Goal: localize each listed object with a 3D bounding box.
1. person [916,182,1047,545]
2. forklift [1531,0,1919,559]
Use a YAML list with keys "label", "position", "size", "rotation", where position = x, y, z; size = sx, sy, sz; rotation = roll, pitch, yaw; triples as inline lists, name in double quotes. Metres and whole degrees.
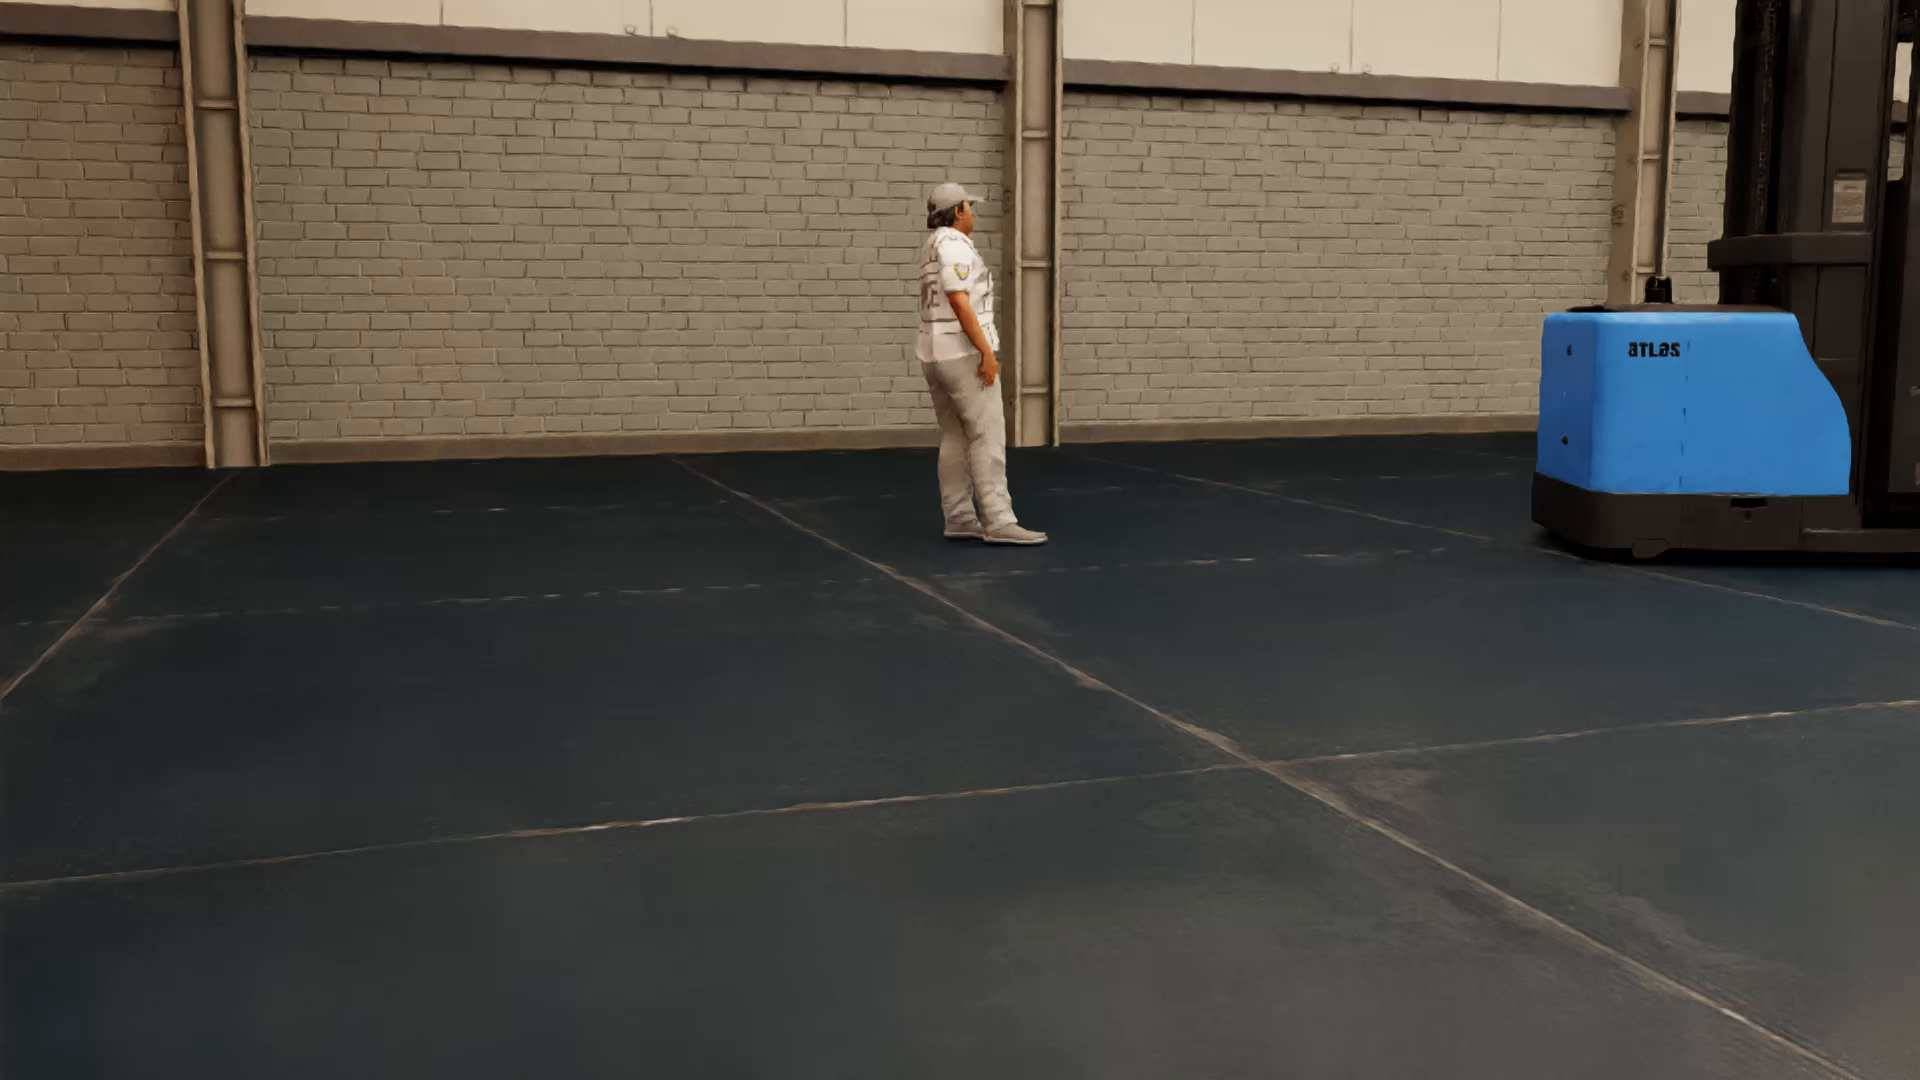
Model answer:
- label: "person"
  position: [0.080, -0.833, 7.813]
  size: [0.529, 1.669, 0.598]
  rotation: [-3, 8, -18]
- label: "forklift"
  position: [4.248, -1.400, 7.341]
  size: [3.031, 2.935, 1.130]
  rotation: [1, 8, 5]
